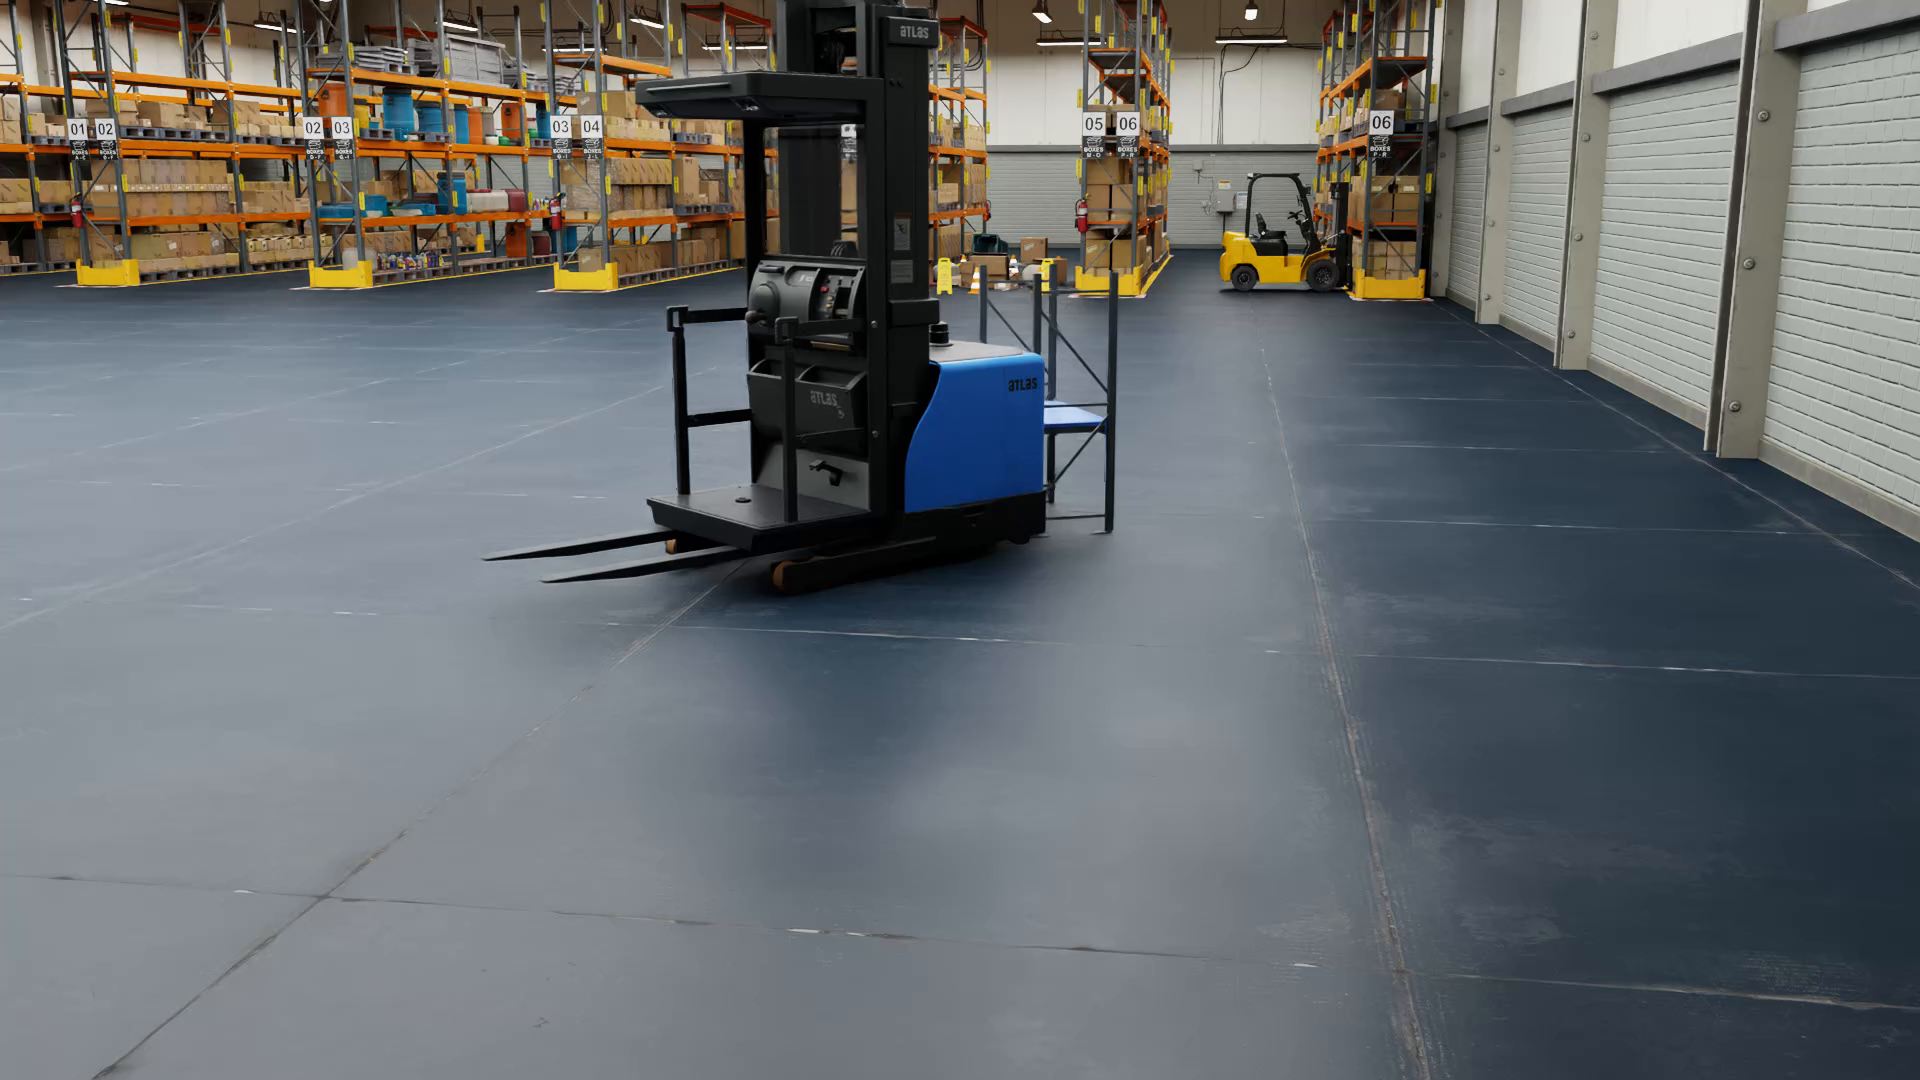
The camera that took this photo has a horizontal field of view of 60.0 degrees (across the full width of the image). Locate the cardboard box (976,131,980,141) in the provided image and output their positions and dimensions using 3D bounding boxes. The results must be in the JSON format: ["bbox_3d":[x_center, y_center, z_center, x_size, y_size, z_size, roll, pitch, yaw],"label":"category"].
[{"bbox_3d":[0.247,-10.696,44.053,0.500,0.250,0.500,2,12,9],"label":"cardboard box"}]

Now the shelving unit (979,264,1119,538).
[{"bbox_3d":[0.505,-0.866,9.952,0.538,1.500,1.048,-4,13,-16],"label":"shelving unit"}]

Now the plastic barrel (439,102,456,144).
[{"bbox_3d":[-11.435,-9.180,36.661,0.600,0.901,0.600,0,12,0],"label":"plastic barrel"}]

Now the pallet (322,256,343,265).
[{"bbox_3d":[-15.526,-7.005,41.495,1.003,0.211,1.213,2,12,9],"label":"pallet"}]

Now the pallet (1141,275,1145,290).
[{"bbox_3d":[3.033,-4.979,32.097,1.003,0.211,1.213,2,12,9],"label":"pallet"}]

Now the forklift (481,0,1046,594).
[{"bbox_3d":[-0.959,-1.287,8.506,3.031,2.935,1.130,-10,16,-40],"label":"forklift"}]

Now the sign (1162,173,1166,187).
[{"bbox_3d":[5.055,-8.915,41.181,0.100,0.325,0.005,2,12,9],"label":"sign"}]

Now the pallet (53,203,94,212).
[{"bbox_3d":[-20.837,-7.866,39.329,1.003,0.211,1.213,2,12,9],"label":"pallet"}]

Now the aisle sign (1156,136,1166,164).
[{"bbox_3d":[5.450,-10.512,44.980,0.394,0.787,0.004,2,12,9],"label":"aisle sign"}]

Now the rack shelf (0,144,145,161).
[{"bbox_3d":[-20.881,-9.072,39.055,1.077,0.370,4.000,2,12,9],"label":"rack shelf"}]

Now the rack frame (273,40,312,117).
[{"bbox_3d":[-19.343,-12.971,48.323,1.000,3.000,0.127,2,12,9],"label":"rack frame"}]

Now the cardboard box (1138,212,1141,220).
[{"bbox_3d":[3.158,-6.004,30.827,0.380,0.149,0.250,2,12,10],"label":"cardboard box"}]

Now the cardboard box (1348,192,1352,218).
[{"bbox_3d":[7.866,-6.543,32.497,0.500,0.500,0.500,2,12,7],"label":"cardboard box"}]

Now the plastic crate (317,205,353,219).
[{"bbox_3d":[-12.233,-6.428,32.554,0.499,0.251,0.616,2,12,9],"label":"plastic crate"}]

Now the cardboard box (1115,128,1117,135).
[{"bbox_3d":[2.995,-7.365,30.025,0.380,0.149,0.250,1,12,7],"label":"cardboard box"}]

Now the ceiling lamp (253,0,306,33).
[{"bbox_3d":[-17.314,-14.728,42.616,0.800,3.185,2.000,2,12,9],"label":"ceiling lamp"}]

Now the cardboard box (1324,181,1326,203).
[{"bbox_3d":[9.047,-8.296,39.636,0.700,0.500,0.500,2,12,9],"label":"cardboard box"}]

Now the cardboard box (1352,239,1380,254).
[{"bbox_3d":[7.480,-5.413,30.648,0.500,0.250,0.500,2,12,9],"label":"cardboard box"}]

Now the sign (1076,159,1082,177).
[{"bbox_3d":[2.126,-6.648,29.723,0.100,0.325,0.005,2,12,9],"label":"sign"}]

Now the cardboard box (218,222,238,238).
[{"bbox_3d":[-19.930,-8.221,44.626,0.750,0.750,0.750,2,12,9],"label":"cardboard box"}]

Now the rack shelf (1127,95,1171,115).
[{"bbox_3d":[4.825,-11.205,42.785,1.077,0.370,4.000,2,12,9],"label":"rack shelf"}]

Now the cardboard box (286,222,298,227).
[{"bbox_3d":[-19.230,-9.104,48.016,0.380,0.149,0.250,2,12,10],"label":"cardboard box"}]

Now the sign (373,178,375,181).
[{"bbox_3d":[-15.600,-9.485,44.333,0.100,0.325,0.005,2,12,9],"label":"sign"}]

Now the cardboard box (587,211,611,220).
[{"bbox_3d":[-6.841,-6.155,31.532,0.380,0.149,0.250,2,12,9],"label":"cardboard box"}]

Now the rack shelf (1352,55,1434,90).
[{"bbox_3d":[7.884,-8.547,30.451,1.077,0.370,4.000,2,12,9],"label":"rack shelf"}]

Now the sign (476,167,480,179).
[{"bbox_3d":[-13.902,-10.577,47.955,0.100,0.325,0.005,2,12,9],"label":"sign"}]

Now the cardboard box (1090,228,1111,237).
[{"bbox_3d":[2.735,-5.982,32.339,0.380,0.149,0.250,3,12,12],"label":"cardboard box"}]

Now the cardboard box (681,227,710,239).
[{"bbox_3d":[-6.035,-7.000,37.965,0.500,0.250,0.500,3,13,15],"label":"cardboard box"}]

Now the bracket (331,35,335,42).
[{"bbox_3d":[-19.368,-15.396,51.029,0.235,0.232,0.430,2,12,9],"label":"bracket"}]

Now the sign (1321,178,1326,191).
[{"bbox_3d":[8.885,-8.683,40.607,0.100,0.325,0.005,2,12,9],"label":"sign"}]

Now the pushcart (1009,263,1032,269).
[{"bbox_3d":[1.026,-5.520,34.210,1.648,0.377,0.936,-2,12,-11],"label":"pushcart"}]

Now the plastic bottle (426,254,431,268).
[{"bbox_3d":[-11.227,-5.888,35.099,0.061,0.283,0.133,3,12,12],"label":"plastic bottle"}]

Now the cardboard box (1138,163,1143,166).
[{"bbox_3d":[4.398,-9.384,41.766,0.380,0.149,0.250,2,12,10],"label":"cardboard box"}]

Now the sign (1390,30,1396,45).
[{"bbox_3d":[9.356,-10.860,35.933,0.100,0.325,0.005,2,12,9],"label":"sign"}]

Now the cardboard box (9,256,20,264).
[{"bbox_3d":[-21.241,-6.258,37.094,0.380,0.166,0.250,0,12,1],"label":"cardboard box"}]

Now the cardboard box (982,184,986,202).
[{"bbox_3d":[0.411,-9.468,45.363,0.500,0.500,0.500,2,12,10],"label":"cardboard box"}]

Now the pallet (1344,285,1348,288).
[{"bbox_3d":[8.028,-5.051,32.429,1.003,0.211,1.213,2,12,9],"label":"pallet"}]

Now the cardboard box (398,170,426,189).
[{"bbox_3d":[-14.712,-9.673,44.647,0.500,0.500,0.500,2,12,10],"label":"cardboard box"}]

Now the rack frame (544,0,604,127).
[{"bbox_3d":[-7.121,-9.159,30.634,1.000,3.000,0.127,2,12,9],"label":"rack frame"}]

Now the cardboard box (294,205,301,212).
[{"bbox_3d":[-15.819,-7.824,39.272,0.380,0.149,0.250,3,12,13],"label":"cardboard box"}]

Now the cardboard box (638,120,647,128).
[{"bbox_3d":[-6.467,-8.296,33.156,0.380,0.149,0.250,2,12,11],"label":"cardboard box"}]

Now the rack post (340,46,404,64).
[{"bbox_3d":[-11.748,-9.687,33.263,0.937,0.300,0.954,2,12,8],"label":"rack post"}]

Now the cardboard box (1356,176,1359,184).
[{"bbox_3d":[7.714,-6.817,31.521,0.380,0.149,0.250,2,12,8],"label":"cardboard box"}]

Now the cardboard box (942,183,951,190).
[{"bbox_3d":[-0.422,-8.611,40.516,0.380,0.149,0.250,1,12,7],"label":"cardboard box"}]

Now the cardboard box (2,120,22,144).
[{"bbox_3d":[-21.022,-8.952,36.507,0.500,0.500,0.500,2,12,10],"label":"cardboard box"}]

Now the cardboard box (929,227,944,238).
[{"bbox_3d":[-0.660,-7.196,38.920,0.500,0.250,0.500,1,12,6],"label":"cardboard box"}]

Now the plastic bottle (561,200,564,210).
[{"bbox_3d":[-10.100,-8.475,41.991,0.152,0.276,0.135,2,12,9],"label":"plastic bottle"}]

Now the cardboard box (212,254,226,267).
[{"bbox_3d":[-16.235,-6.035,35.906,0.500,0.250,0.500,2,12,9],"label":"cardboard box"}]

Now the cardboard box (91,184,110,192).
[{"bbox_3d":[-17.038,-7.000,33.077,0.380,0.149,0.250,2,12,8],"label":"cardboard box"}]
